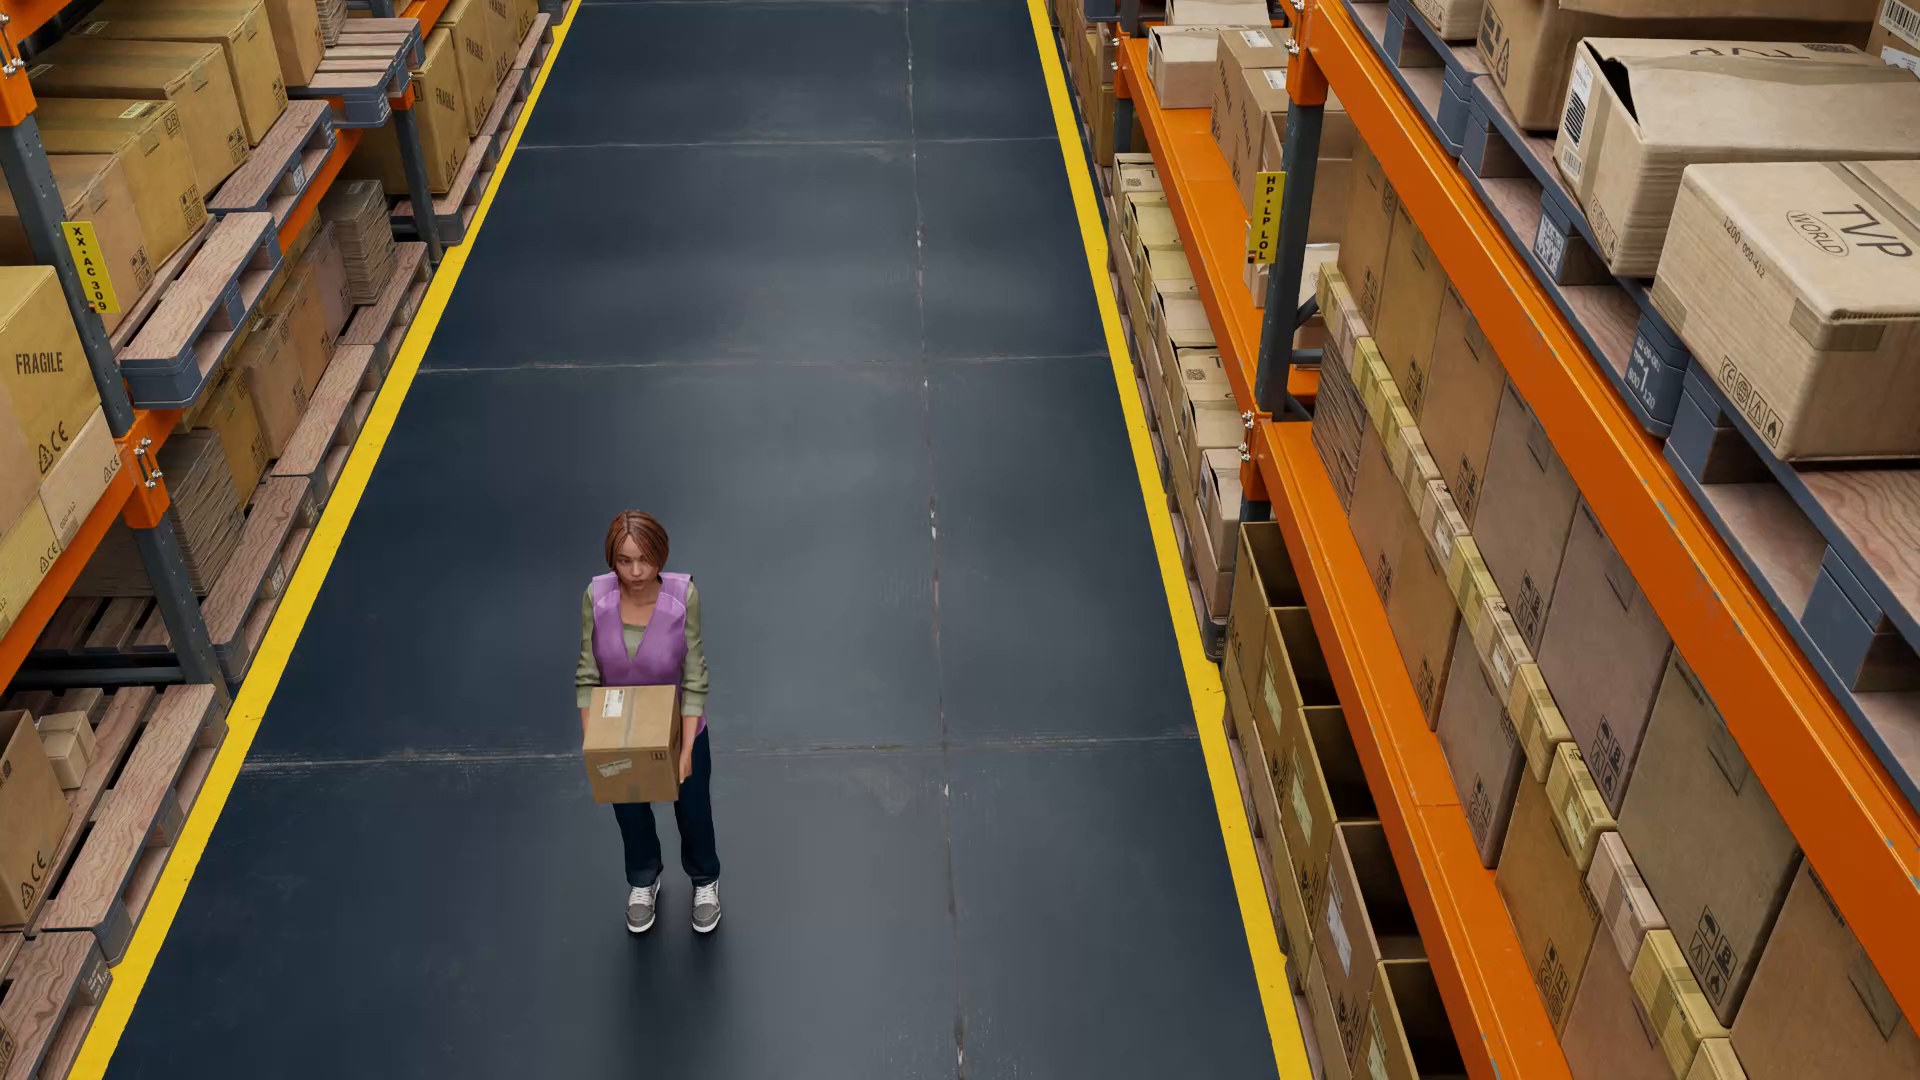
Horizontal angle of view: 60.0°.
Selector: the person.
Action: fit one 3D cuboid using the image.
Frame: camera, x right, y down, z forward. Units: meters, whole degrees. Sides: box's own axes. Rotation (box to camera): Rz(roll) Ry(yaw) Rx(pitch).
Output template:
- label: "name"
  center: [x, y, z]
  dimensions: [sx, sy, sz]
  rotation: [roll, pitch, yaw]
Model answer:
- label: "person"
  center: [-0.977, 0.652, 5.252]
  dimensions: [0.407, 1.588, 0.491]
  rotation: [-1, 36, -2]
